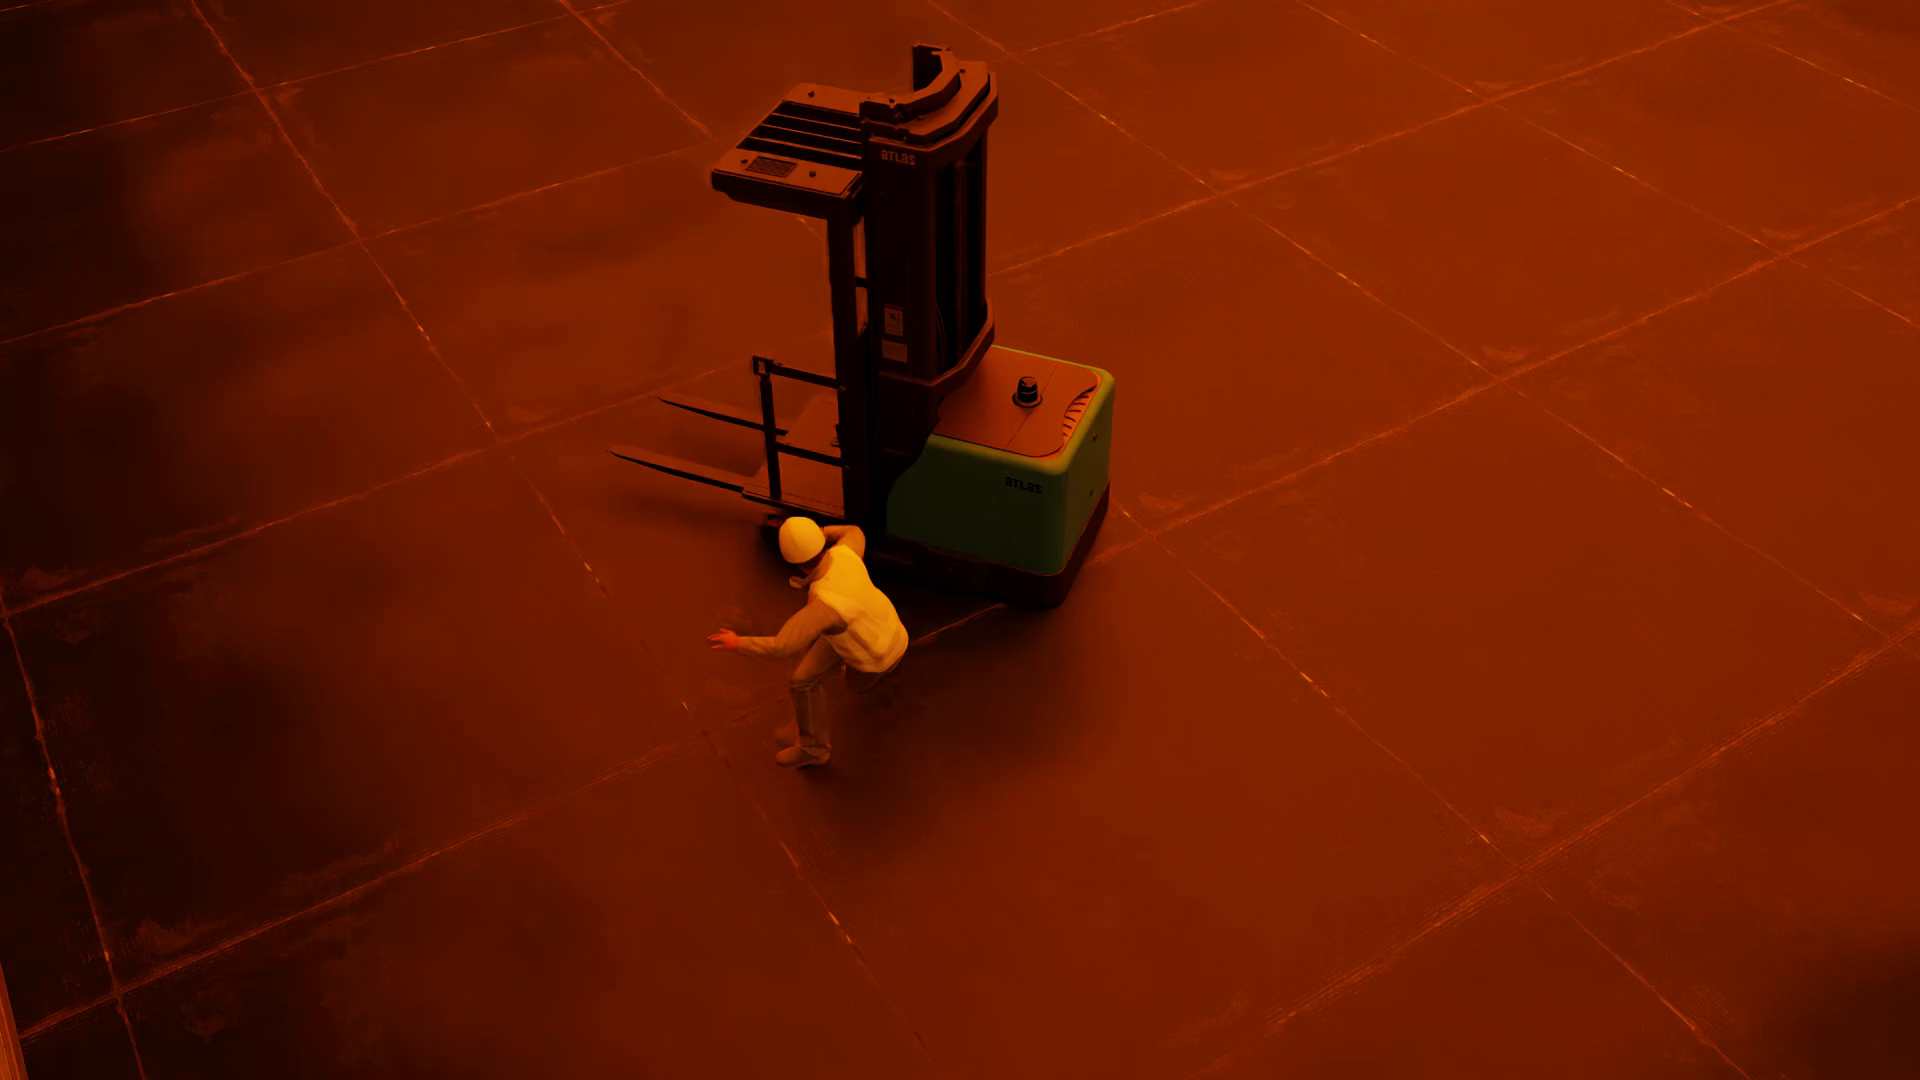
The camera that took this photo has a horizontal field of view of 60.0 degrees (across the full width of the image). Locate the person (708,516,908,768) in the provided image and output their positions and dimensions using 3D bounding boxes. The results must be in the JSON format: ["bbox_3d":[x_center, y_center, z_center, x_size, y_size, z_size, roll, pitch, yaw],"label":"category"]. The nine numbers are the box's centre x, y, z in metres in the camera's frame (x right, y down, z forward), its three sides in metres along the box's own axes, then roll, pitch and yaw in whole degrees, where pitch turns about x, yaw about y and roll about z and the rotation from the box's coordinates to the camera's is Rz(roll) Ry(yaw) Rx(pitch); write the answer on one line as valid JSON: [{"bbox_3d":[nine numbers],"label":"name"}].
[{"bbox_3d":[-0.773,0.422,8.464,1.069,1.561,0.909,-13,43,-14],"label":"person"}]

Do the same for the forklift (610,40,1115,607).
[{"bbox_3d":[-0.661,-1.331,9.394,3.031,2.935,1.130,15,43,16],"label":"forklift"}]
